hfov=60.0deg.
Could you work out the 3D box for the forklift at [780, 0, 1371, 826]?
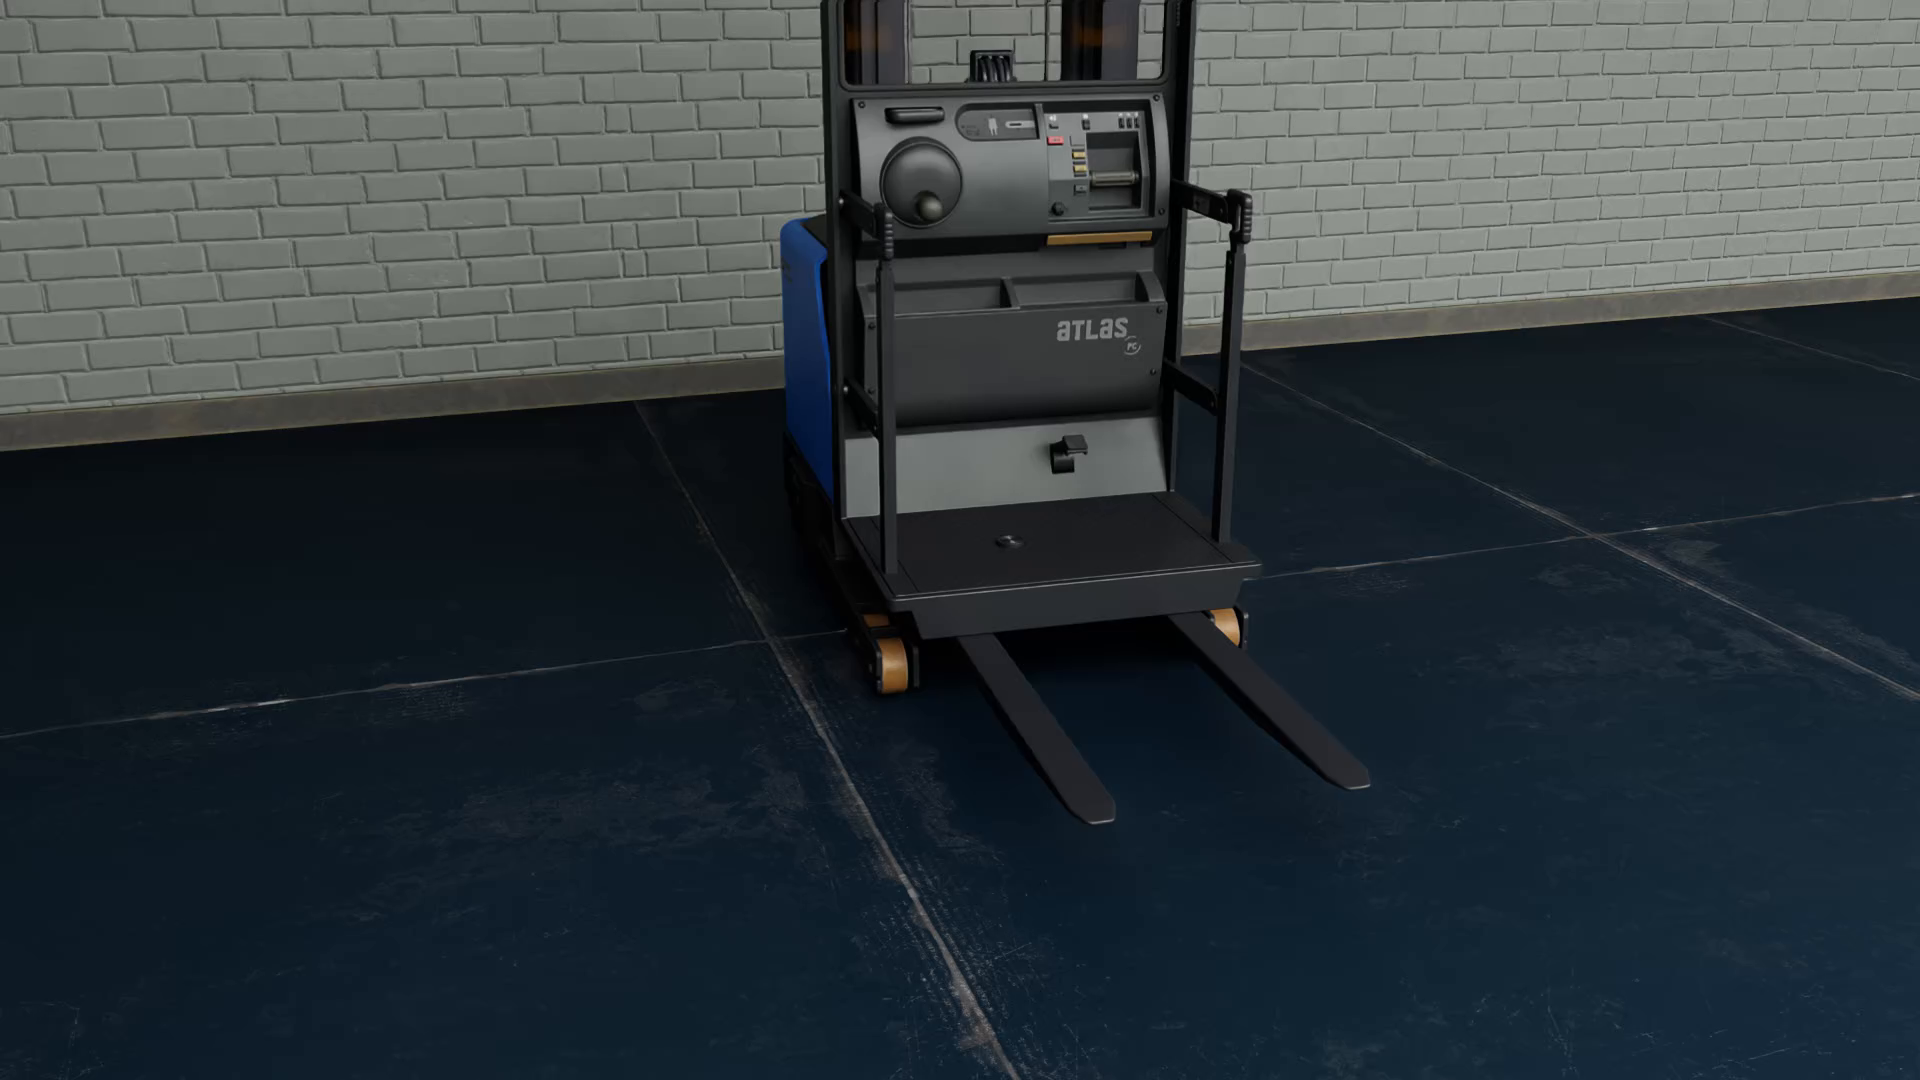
[{"bbox_3d":[0.213,-1.085,4.601,1.130,2.935,3.031,-5,20,-14],"label":"forklift"}]
